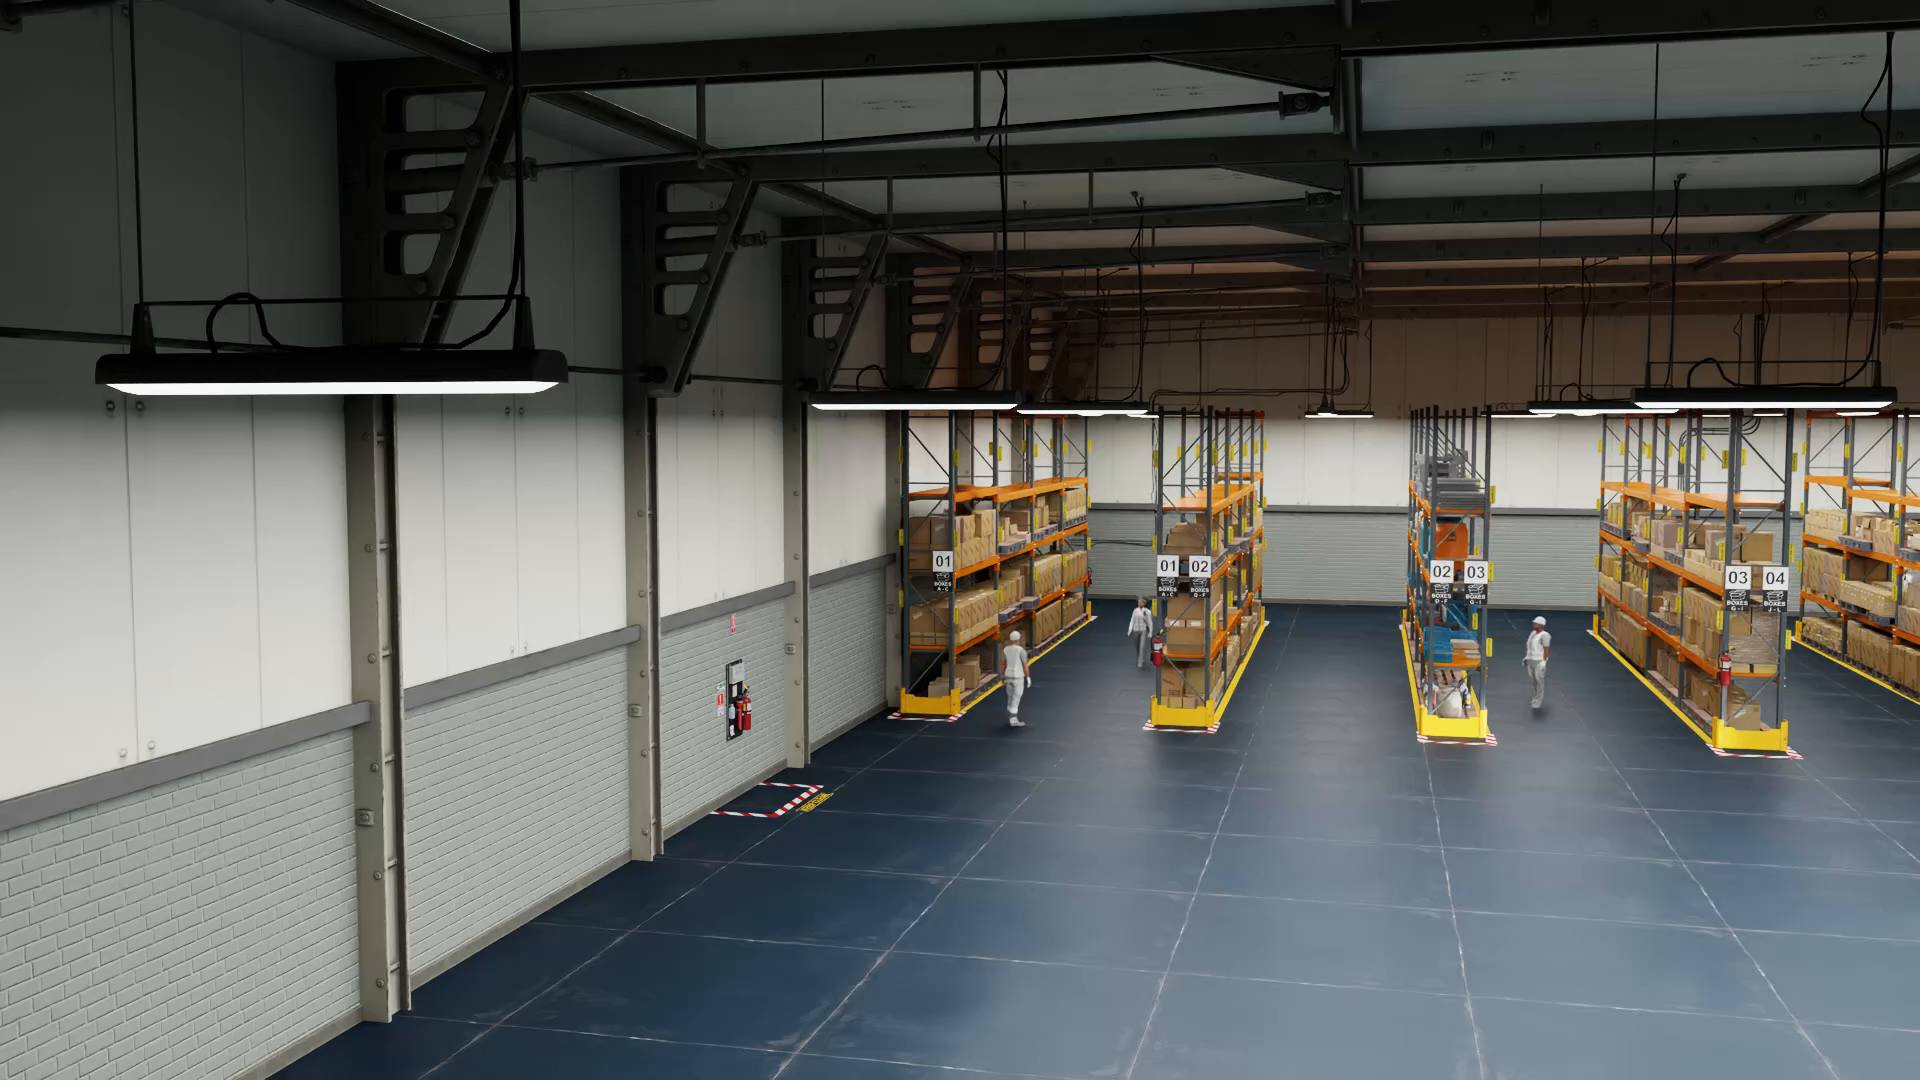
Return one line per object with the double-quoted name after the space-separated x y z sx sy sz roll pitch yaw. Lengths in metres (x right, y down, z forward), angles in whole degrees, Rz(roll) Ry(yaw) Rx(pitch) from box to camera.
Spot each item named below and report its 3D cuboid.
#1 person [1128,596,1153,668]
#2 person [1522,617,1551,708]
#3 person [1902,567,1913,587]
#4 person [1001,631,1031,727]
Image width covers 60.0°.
4.214 2.120 38.723 0.534 1.646 0.963 1 4 19 "person"
11.544 2.441 33.393 0.576 1.801 0.584 -3 5 -33 "person"
26.595 1.523 46.776 0.679 1.660 0.468 0 4 -1 "person"
1.097 2.593 31.244 0.598 1.799 0.526 4 6 43 "person"
